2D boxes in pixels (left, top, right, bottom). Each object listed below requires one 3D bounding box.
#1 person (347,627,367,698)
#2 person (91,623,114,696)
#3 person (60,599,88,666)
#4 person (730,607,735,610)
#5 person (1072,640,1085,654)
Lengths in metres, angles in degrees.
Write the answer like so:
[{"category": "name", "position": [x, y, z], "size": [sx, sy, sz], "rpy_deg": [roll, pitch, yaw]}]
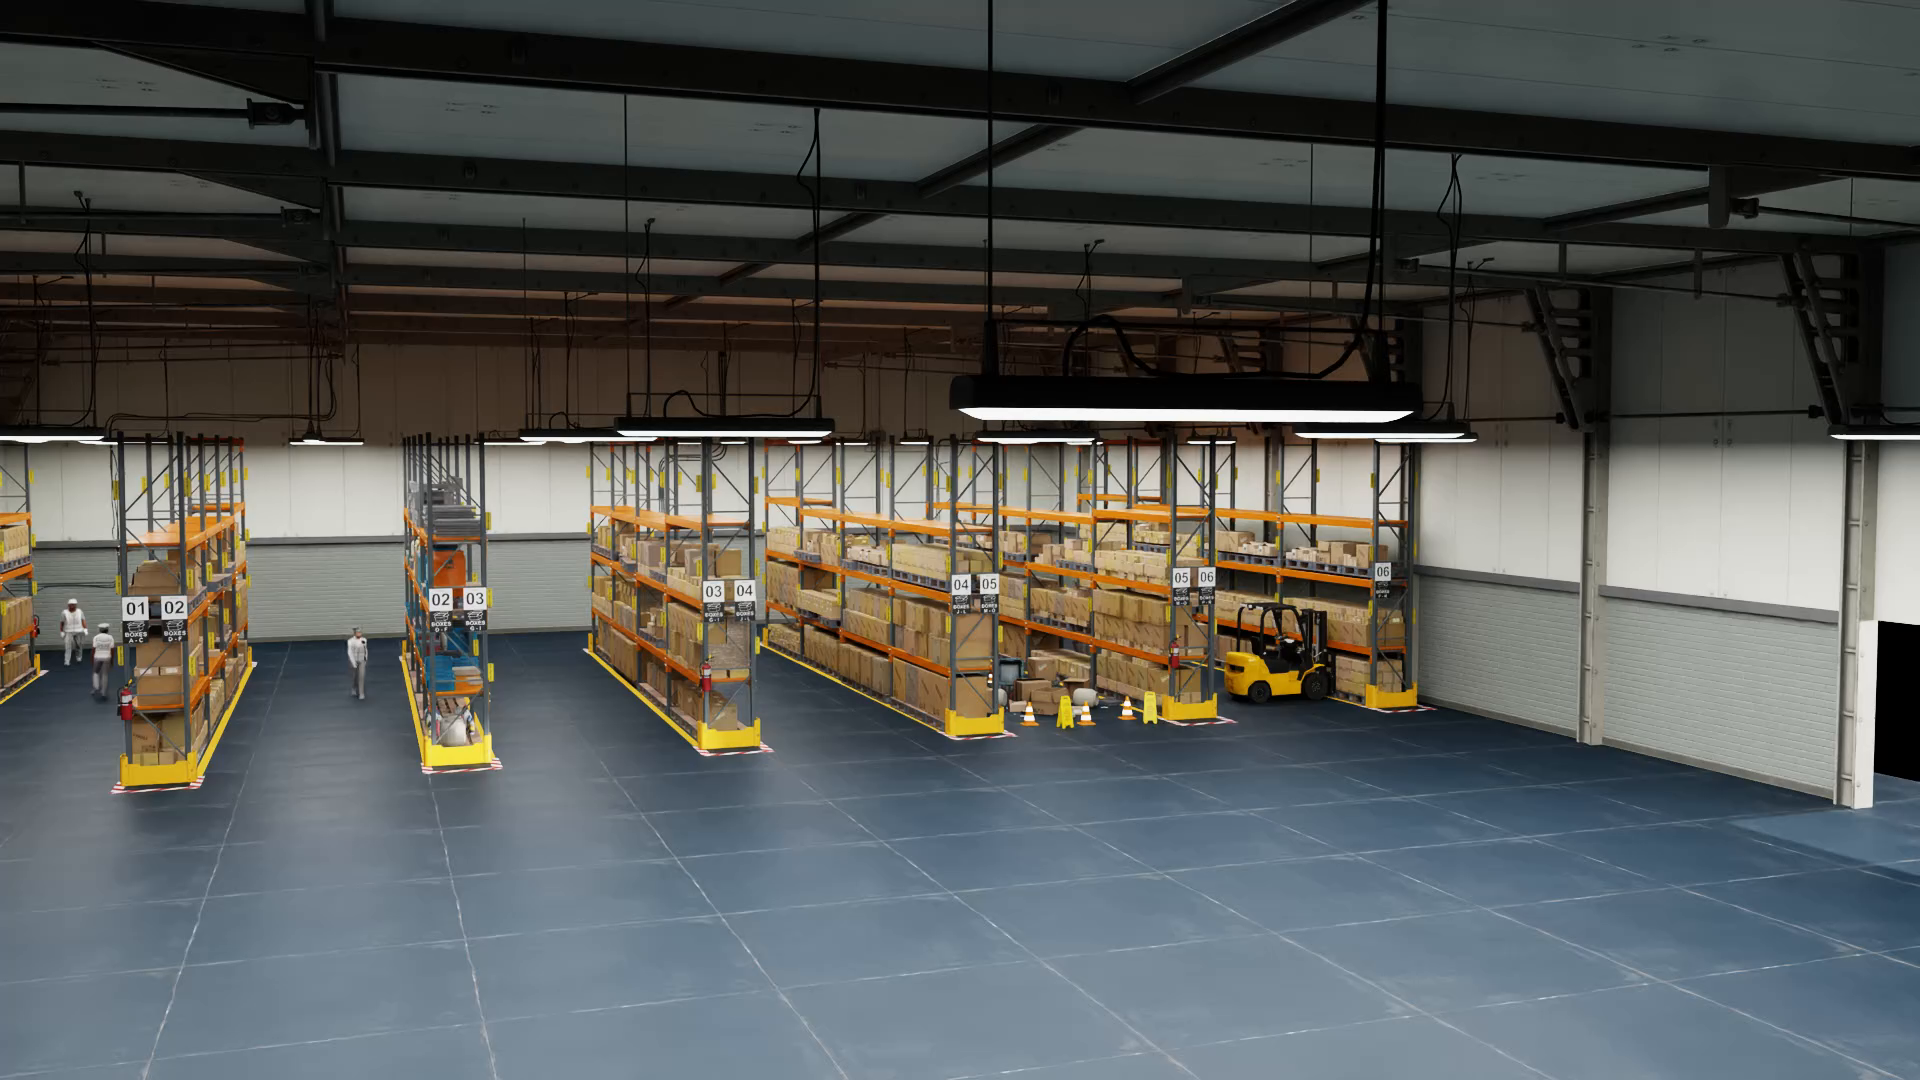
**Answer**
[{"category": "person", "position": [-13.801, 2.785, 38.137], "size": [0.467, 1.616, 0.934], "rpy_deg": [-2, 4, -30]}, {"category": "person", "position": [-19.721, 2.758, 38.237], "size": [0.517, 1.676, 0.386], "rpy_deg": [-1, 3, -24]}, {"category": "person", "position": [-23.320, 2.408, 43.752], "size": [0.650, 1.711, 1.087], "rpy_deg": [-1, 3, -25]}, {"category": "person", "position": [-6.506, 2.219, 49.441], "size": [0.675, 1.577, 0.911], "rpy_deg": [0, 3, -4]}, {"category": "person", "position": [3.138, 2.393, 44.508], "size": [0.571, 1.712, 0.479], "rpy_deg": [-1, 3, -11]}]
